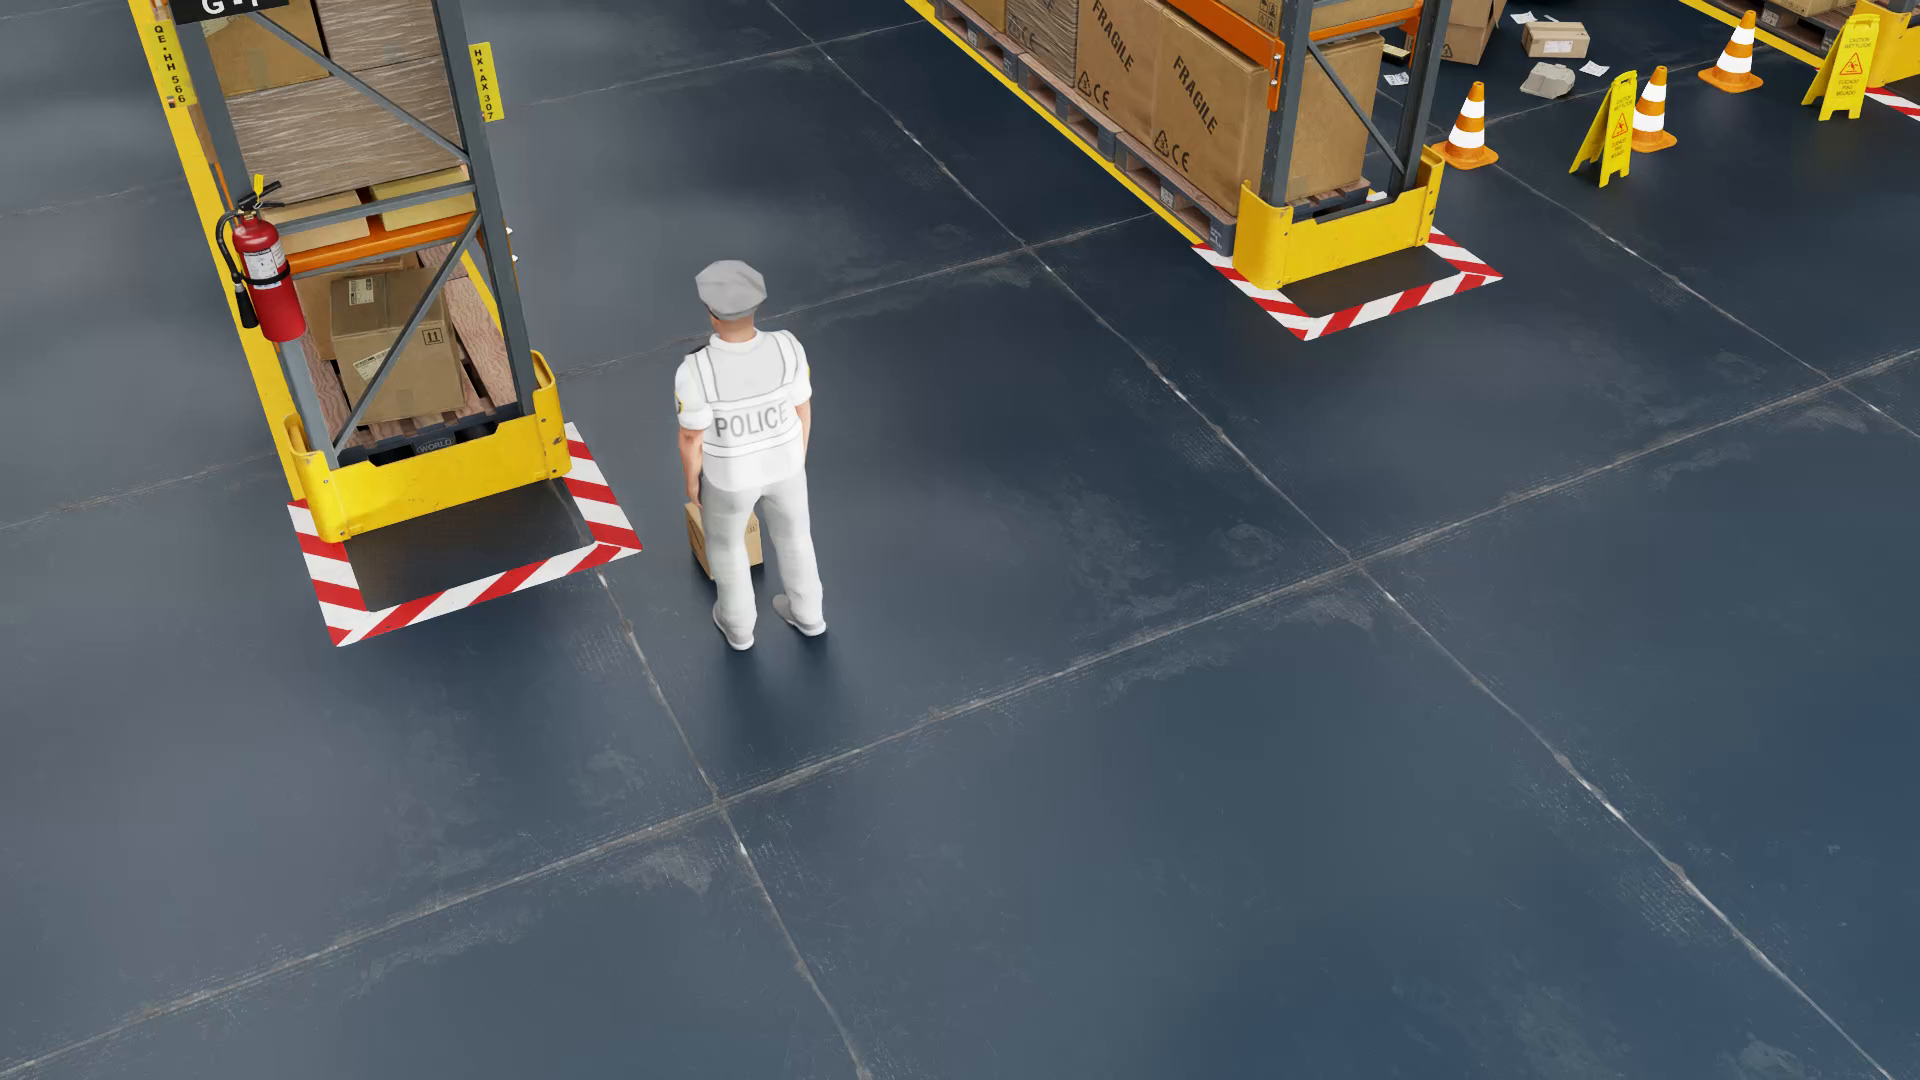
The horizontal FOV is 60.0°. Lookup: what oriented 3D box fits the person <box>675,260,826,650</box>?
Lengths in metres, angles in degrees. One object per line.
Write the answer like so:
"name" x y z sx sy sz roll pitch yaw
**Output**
"person" -0.838 -0.298 6.507 0.528 1.785 0.400 -17 44 -19
